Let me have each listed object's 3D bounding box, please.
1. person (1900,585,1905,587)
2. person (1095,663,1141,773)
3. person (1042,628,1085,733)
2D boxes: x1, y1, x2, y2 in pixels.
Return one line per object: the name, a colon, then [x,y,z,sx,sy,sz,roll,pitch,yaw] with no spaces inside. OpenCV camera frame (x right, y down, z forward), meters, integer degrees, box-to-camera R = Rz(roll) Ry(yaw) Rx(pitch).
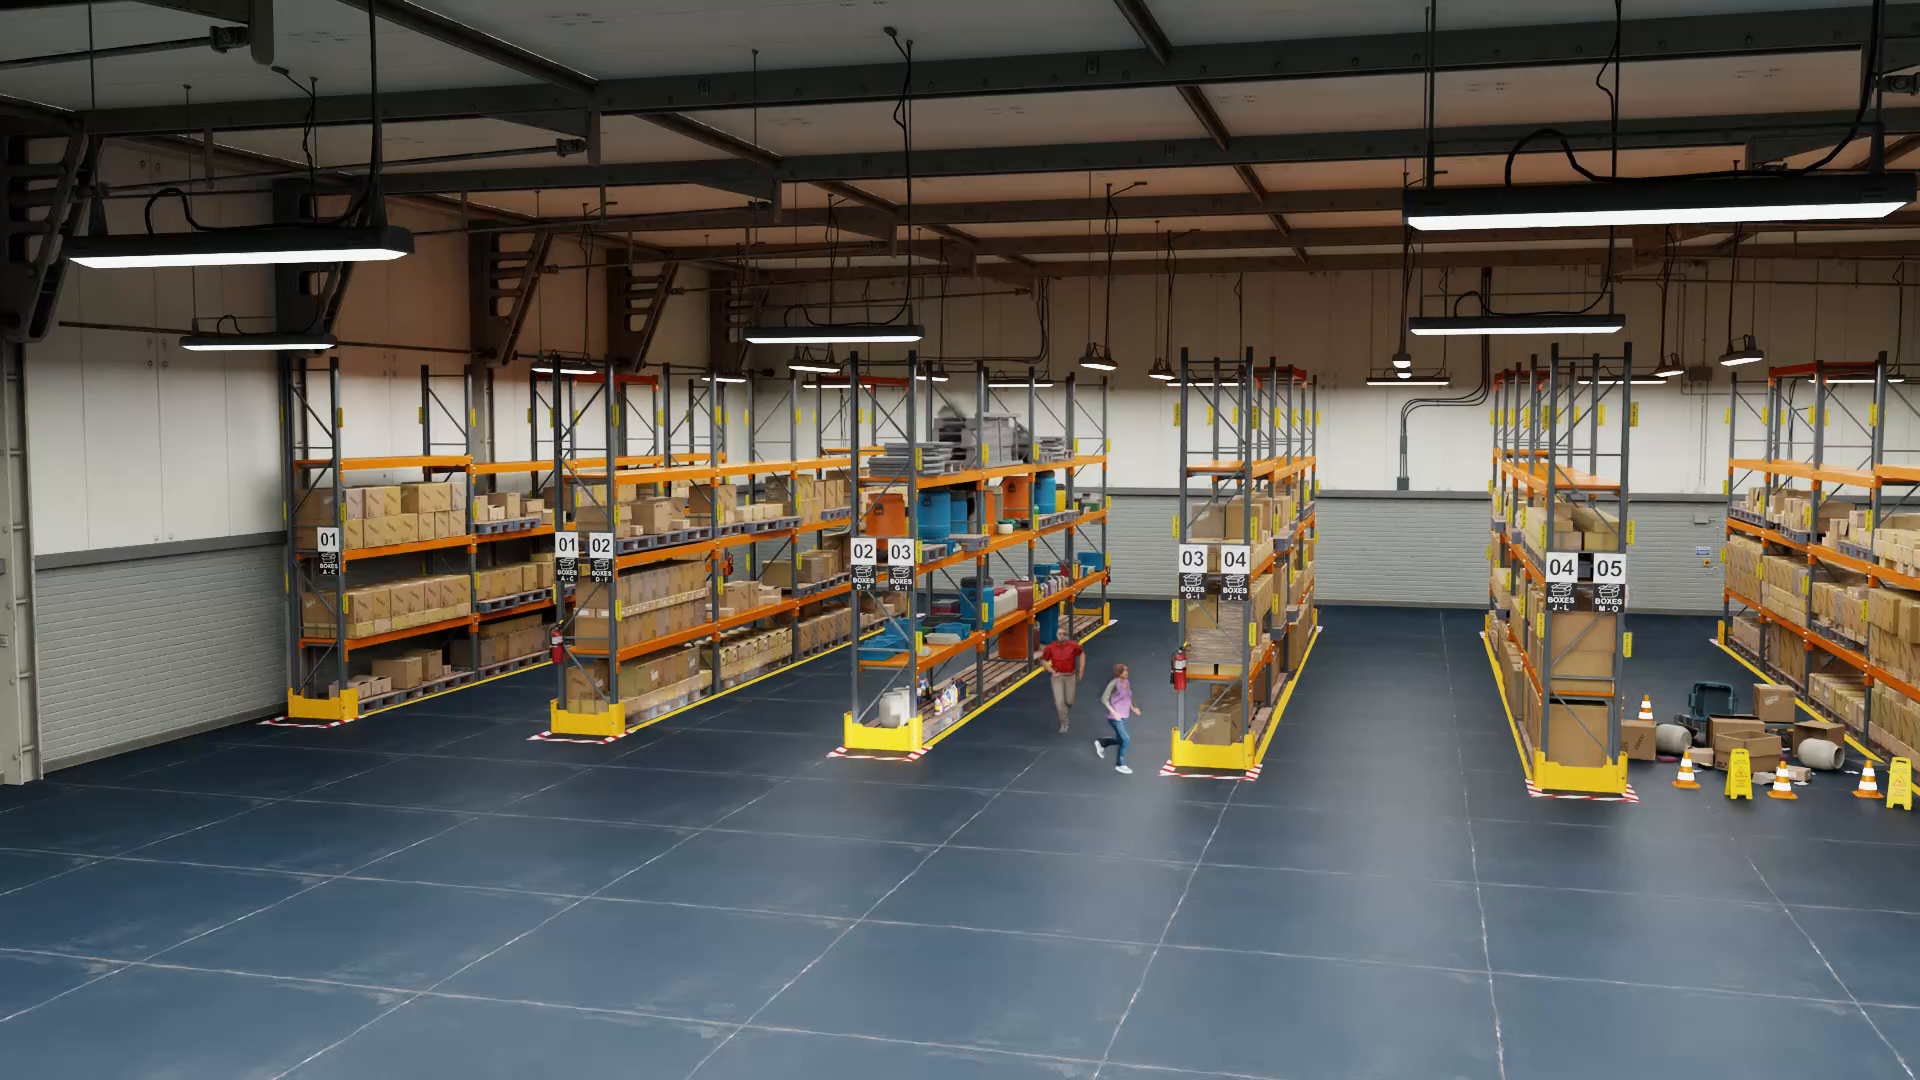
person: [18.906,1.694,33.443,0.598,1.669,0.933,-1,4,-8]
person: [2.168,2.506,23.589,0.679,1.562,0.526,3,5,38]
person: [1.657,2.231,26.669,0.698,1.690,0.693,0,4,0]
